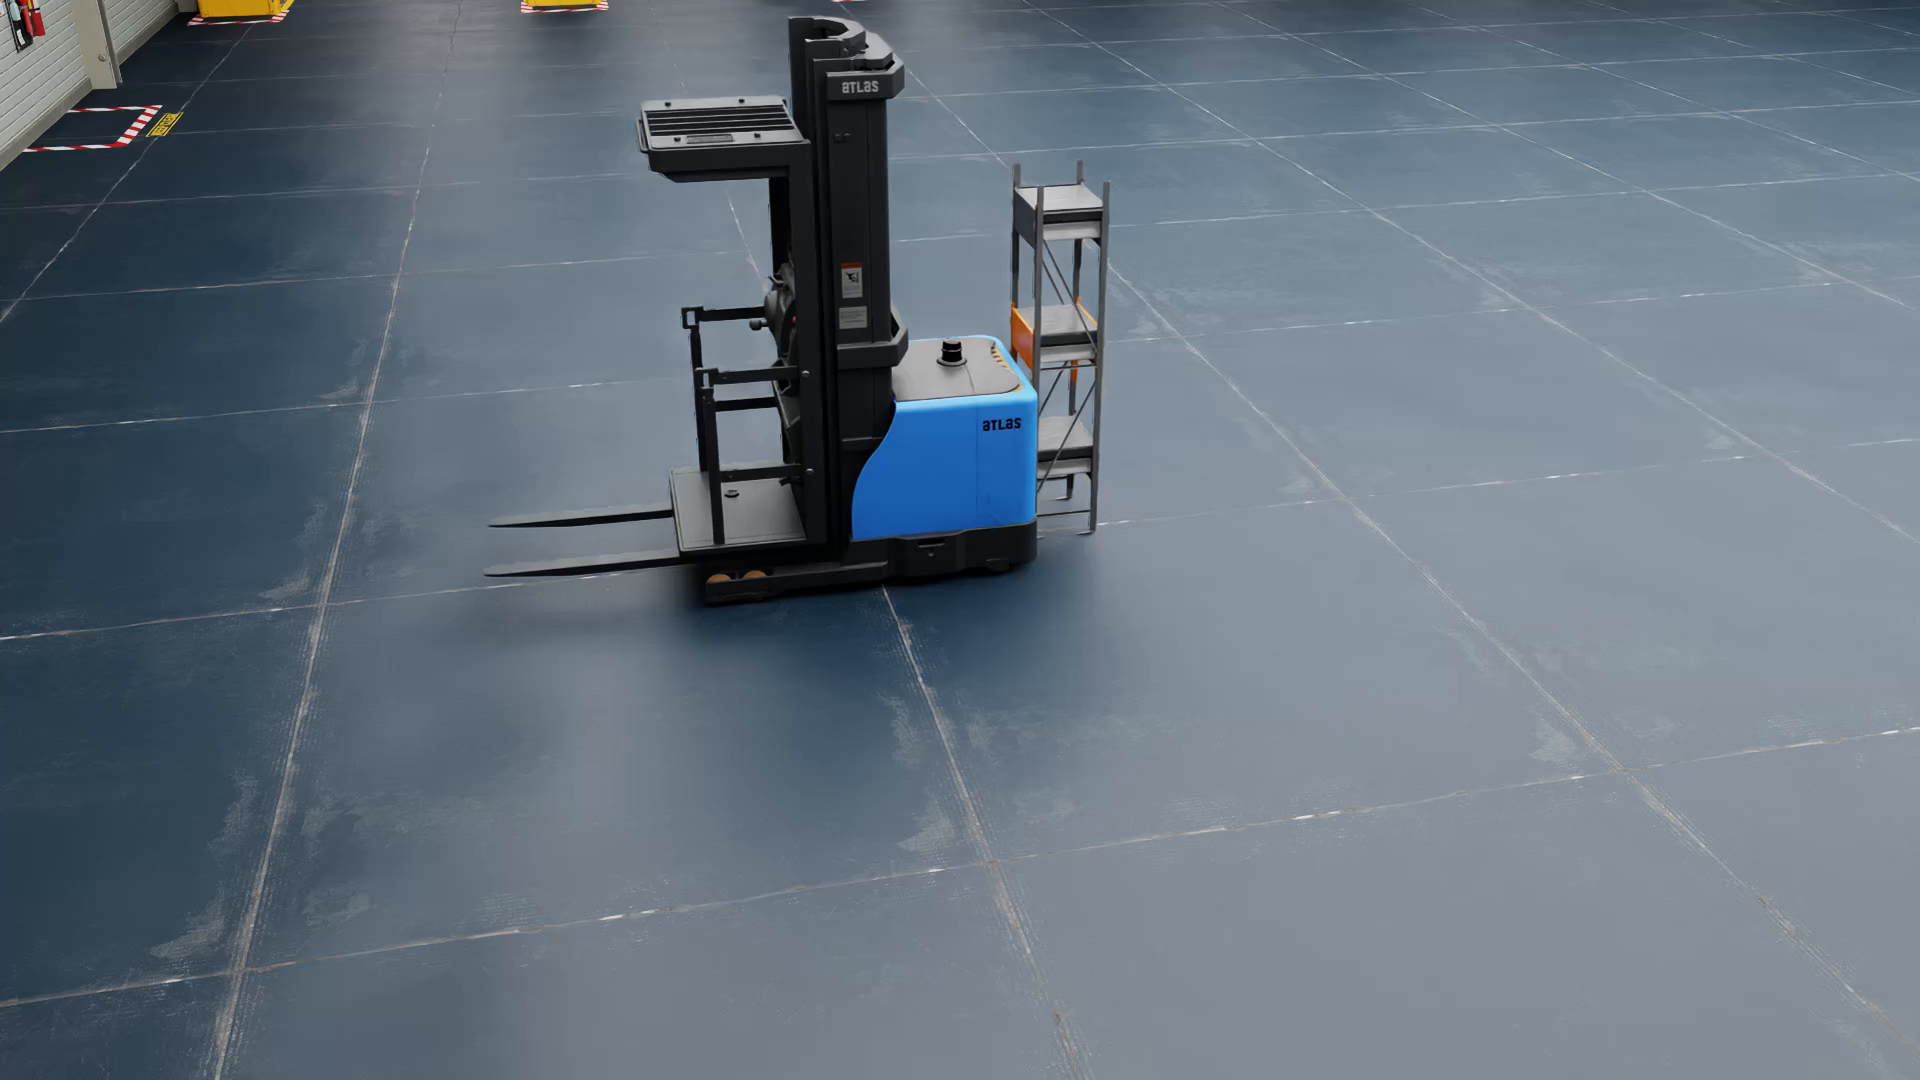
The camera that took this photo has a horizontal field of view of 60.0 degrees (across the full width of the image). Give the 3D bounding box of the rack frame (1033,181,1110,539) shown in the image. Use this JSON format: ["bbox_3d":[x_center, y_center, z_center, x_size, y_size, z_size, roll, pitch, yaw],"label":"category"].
[{"bbox_3d":[0.606,-0.960,9.322,0.400,2.100,0.015,-6,27,-12],"label":"rack frame"}]

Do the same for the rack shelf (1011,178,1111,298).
[{"bbox_3d":[0.551,-1.680,9.225,0.431,0.518,0.480,-6,27,-12],"label":"rack shelf"}]

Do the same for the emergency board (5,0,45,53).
[{"bbox_3d":[-10.396,-6.059,18.425,0.194,1.169,0.643,-6,27,-12],"label":"emergency board"}]

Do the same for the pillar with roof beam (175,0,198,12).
[{"bbox_3d":[-8.073,-12.897,25.315,9.100,9.000,0.400,-6,27,-12],"label":"pillar with roof beam"}]

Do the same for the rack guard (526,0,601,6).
[{"bbox_3d":[-6.436,-8.940,26.908,1.175,0.500,0.348,-6,27,-12],"label":"rack guard"}]

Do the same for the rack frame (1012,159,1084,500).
[{"bbox_3d":[0.496,-1.174,9.746,0.400,2.100,0.015,-6,27,-12],"label":"rack frame"}]

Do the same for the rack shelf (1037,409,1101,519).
[{"bbox_3d":[0.551,-0.430,9.856,0.431,0.518,0.480,-6,27,-12],"label":"rack shelf"}]

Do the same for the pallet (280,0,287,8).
[{"bbox_3d":[-11.433,-8.711,26.774,1.003,0.211,1.213,-6,27,-12],"label":"pallet"}]

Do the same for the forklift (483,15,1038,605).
[{"bbox_3d":[-1.136,-1.213,8.901,3.031,2.935,1.130,-6,27,-11],"label":"forklift"}]

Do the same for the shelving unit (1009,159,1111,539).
[{"bbox_3d":[0.551,-1.067,9.534,0.431,2.100,0.503,-6,27,-12],"label":"shelving unit"}]

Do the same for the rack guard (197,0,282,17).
[{"bbox_3d":[-11.284,-8.479,25.995,1.175,0.500,0.348,-6,27,-12],"label":"rack guard"}]

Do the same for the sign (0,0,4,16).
[{"bbox_3d":[-10.372,-5.821,17.915,0.001,0.329,0.234,-6,27,-12],"label":"sign"}]

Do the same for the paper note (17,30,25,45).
[{"bbox_3d":[-10.423,-5.581,18.455,0.016,0.148,0.142,-6,27,-12],"label":"paper note"}]

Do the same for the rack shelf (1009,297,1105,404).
[{"bbox_3d":[0.551,-1.055,9.540,0.431,0.518,0.480,-6,27,-12],"label":"rack shelf"}]

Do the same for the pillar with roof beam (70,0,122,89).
[{"bbox_3d":[-6.721,-10.263,20.096,9.100,9.000,0.400,-6,27,-12],"label":"pillar with roof beam"}]
